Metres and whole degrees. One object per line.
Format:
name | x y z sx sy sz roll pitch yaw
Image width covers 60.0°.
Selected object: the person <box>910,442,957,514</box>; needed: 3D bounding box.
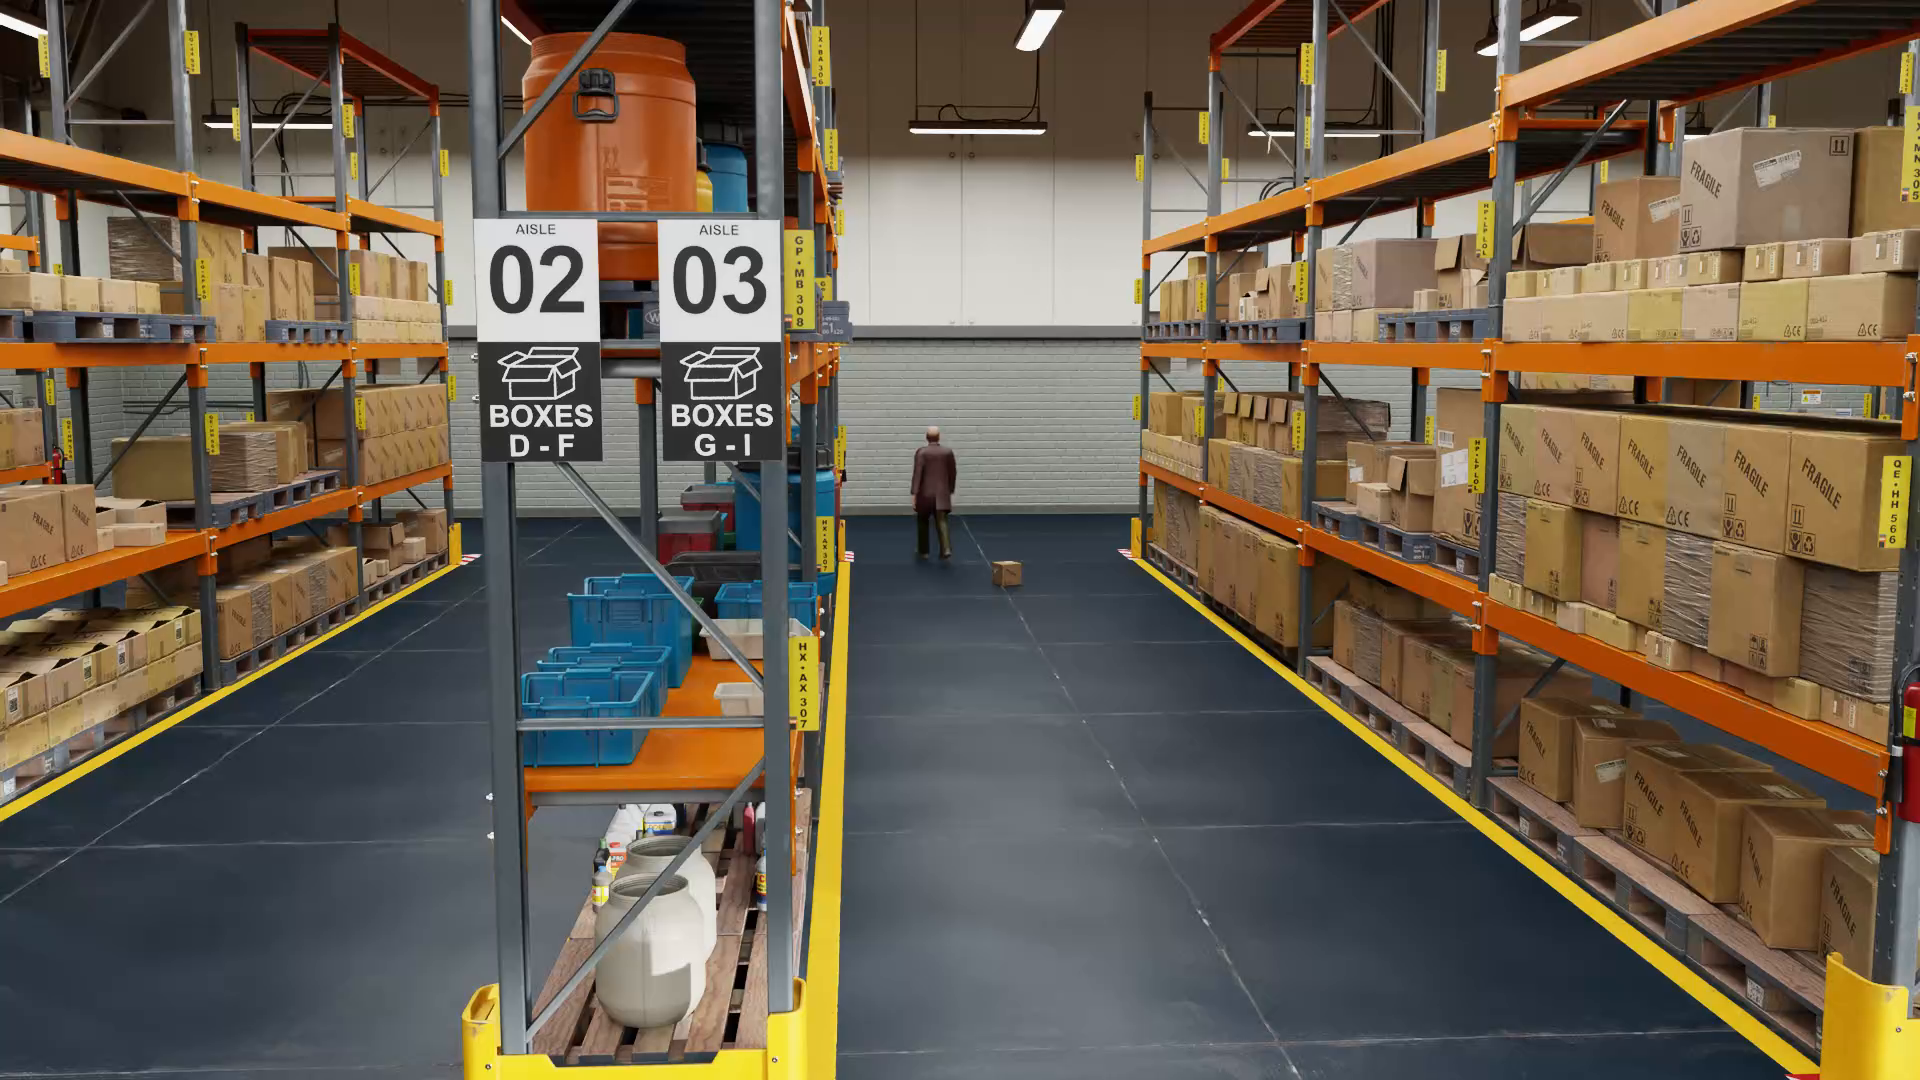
person | -0.354 -0.788 21.379 0.656 0.954 0.489 -2 7 -15
